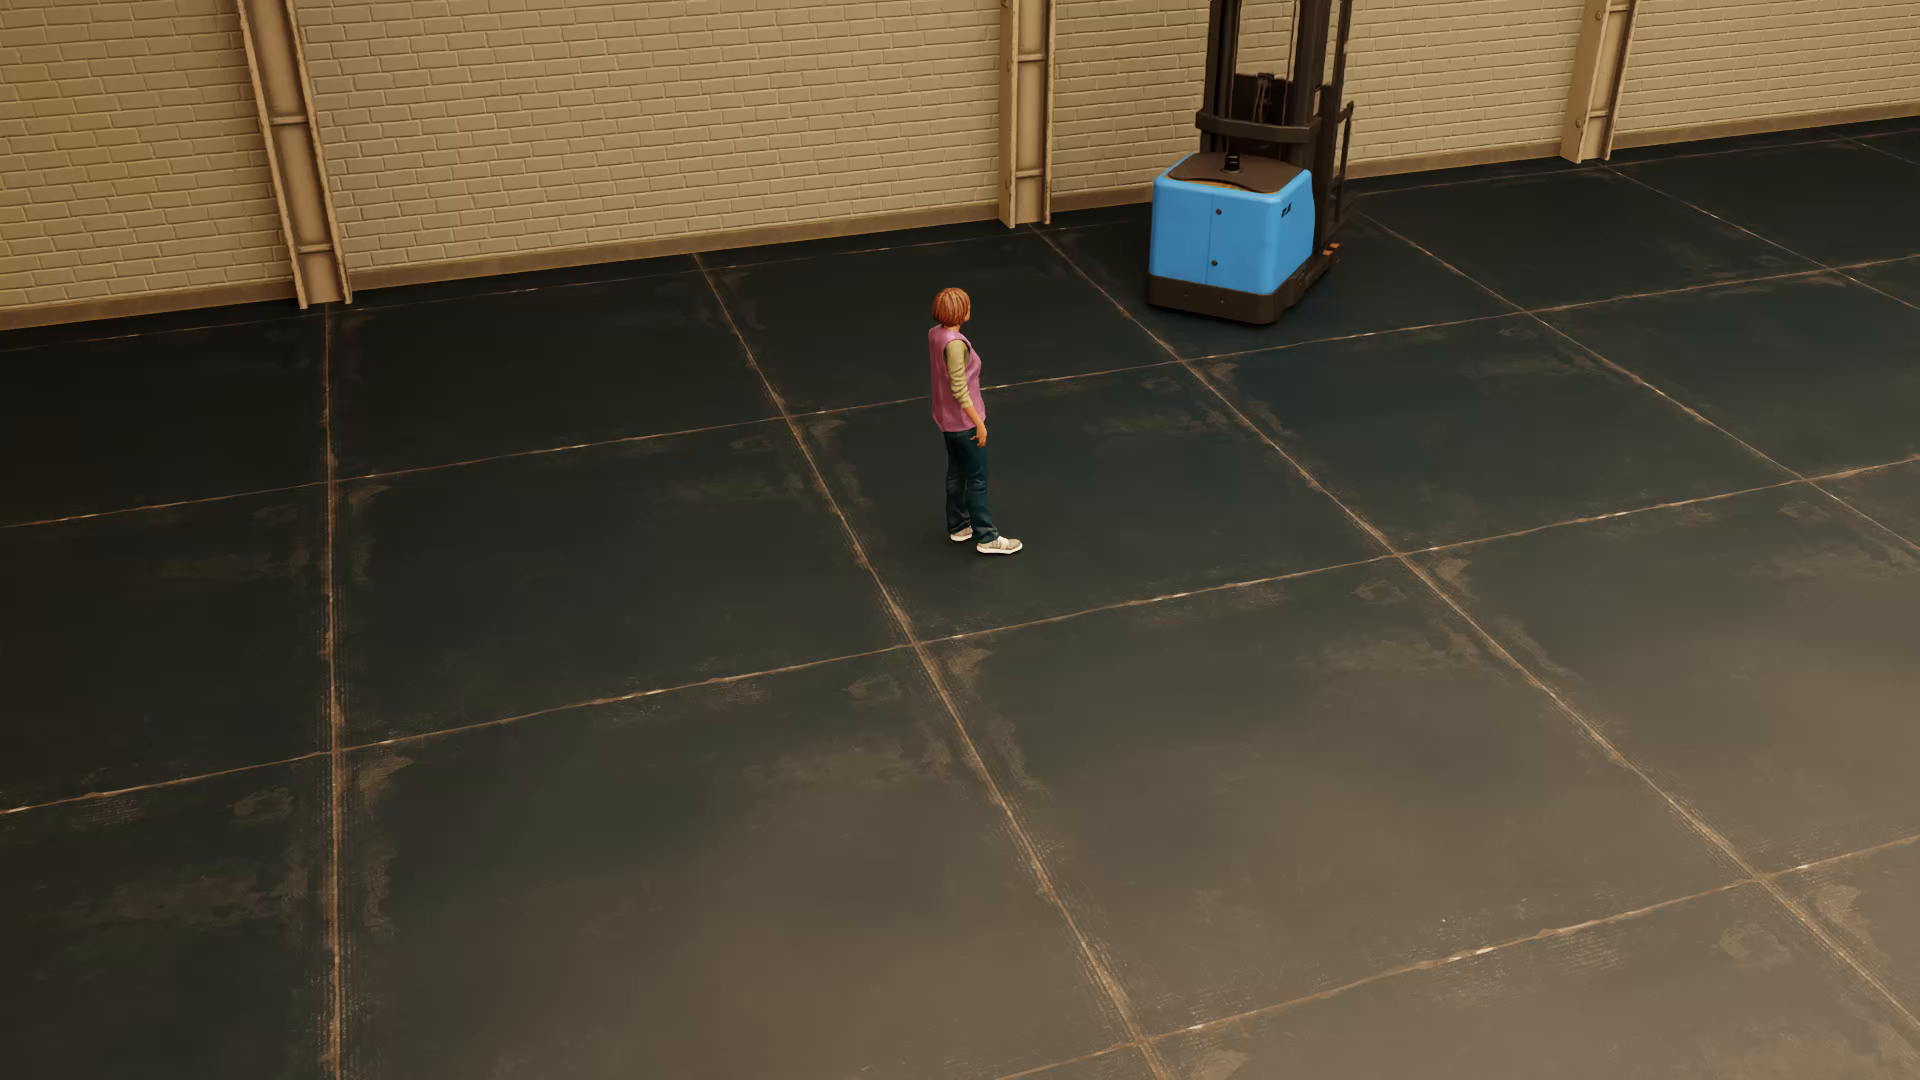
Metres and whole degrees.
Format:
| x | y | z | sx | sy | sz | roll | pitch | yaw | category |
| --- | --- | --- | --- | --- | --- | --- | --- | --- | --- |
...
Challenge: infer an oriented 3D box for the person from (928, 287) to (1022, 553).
| x | y | z | sx | sy | sz | roll | pitch | yaw | category |
| --- | --- | --- | --- | --- | --- | --- | --- | --- | --- |
| 0.075 | -0.704 | 9.633 | 0.473 | 1.599 | 0.520 | -10 | 31 | -16 | person |

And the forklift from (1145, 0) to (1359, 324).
| x | y | z | sx | sy | sz | roll | pitch | yaw | category |
| --- | --- | --- | --- | --- | --- | --- | --- | --- | --- |
| 2.601 | -3.631 | 13.399 | 1.130 | 2.935 | 3.031 | 15 | 33 | 24 | forklift |
